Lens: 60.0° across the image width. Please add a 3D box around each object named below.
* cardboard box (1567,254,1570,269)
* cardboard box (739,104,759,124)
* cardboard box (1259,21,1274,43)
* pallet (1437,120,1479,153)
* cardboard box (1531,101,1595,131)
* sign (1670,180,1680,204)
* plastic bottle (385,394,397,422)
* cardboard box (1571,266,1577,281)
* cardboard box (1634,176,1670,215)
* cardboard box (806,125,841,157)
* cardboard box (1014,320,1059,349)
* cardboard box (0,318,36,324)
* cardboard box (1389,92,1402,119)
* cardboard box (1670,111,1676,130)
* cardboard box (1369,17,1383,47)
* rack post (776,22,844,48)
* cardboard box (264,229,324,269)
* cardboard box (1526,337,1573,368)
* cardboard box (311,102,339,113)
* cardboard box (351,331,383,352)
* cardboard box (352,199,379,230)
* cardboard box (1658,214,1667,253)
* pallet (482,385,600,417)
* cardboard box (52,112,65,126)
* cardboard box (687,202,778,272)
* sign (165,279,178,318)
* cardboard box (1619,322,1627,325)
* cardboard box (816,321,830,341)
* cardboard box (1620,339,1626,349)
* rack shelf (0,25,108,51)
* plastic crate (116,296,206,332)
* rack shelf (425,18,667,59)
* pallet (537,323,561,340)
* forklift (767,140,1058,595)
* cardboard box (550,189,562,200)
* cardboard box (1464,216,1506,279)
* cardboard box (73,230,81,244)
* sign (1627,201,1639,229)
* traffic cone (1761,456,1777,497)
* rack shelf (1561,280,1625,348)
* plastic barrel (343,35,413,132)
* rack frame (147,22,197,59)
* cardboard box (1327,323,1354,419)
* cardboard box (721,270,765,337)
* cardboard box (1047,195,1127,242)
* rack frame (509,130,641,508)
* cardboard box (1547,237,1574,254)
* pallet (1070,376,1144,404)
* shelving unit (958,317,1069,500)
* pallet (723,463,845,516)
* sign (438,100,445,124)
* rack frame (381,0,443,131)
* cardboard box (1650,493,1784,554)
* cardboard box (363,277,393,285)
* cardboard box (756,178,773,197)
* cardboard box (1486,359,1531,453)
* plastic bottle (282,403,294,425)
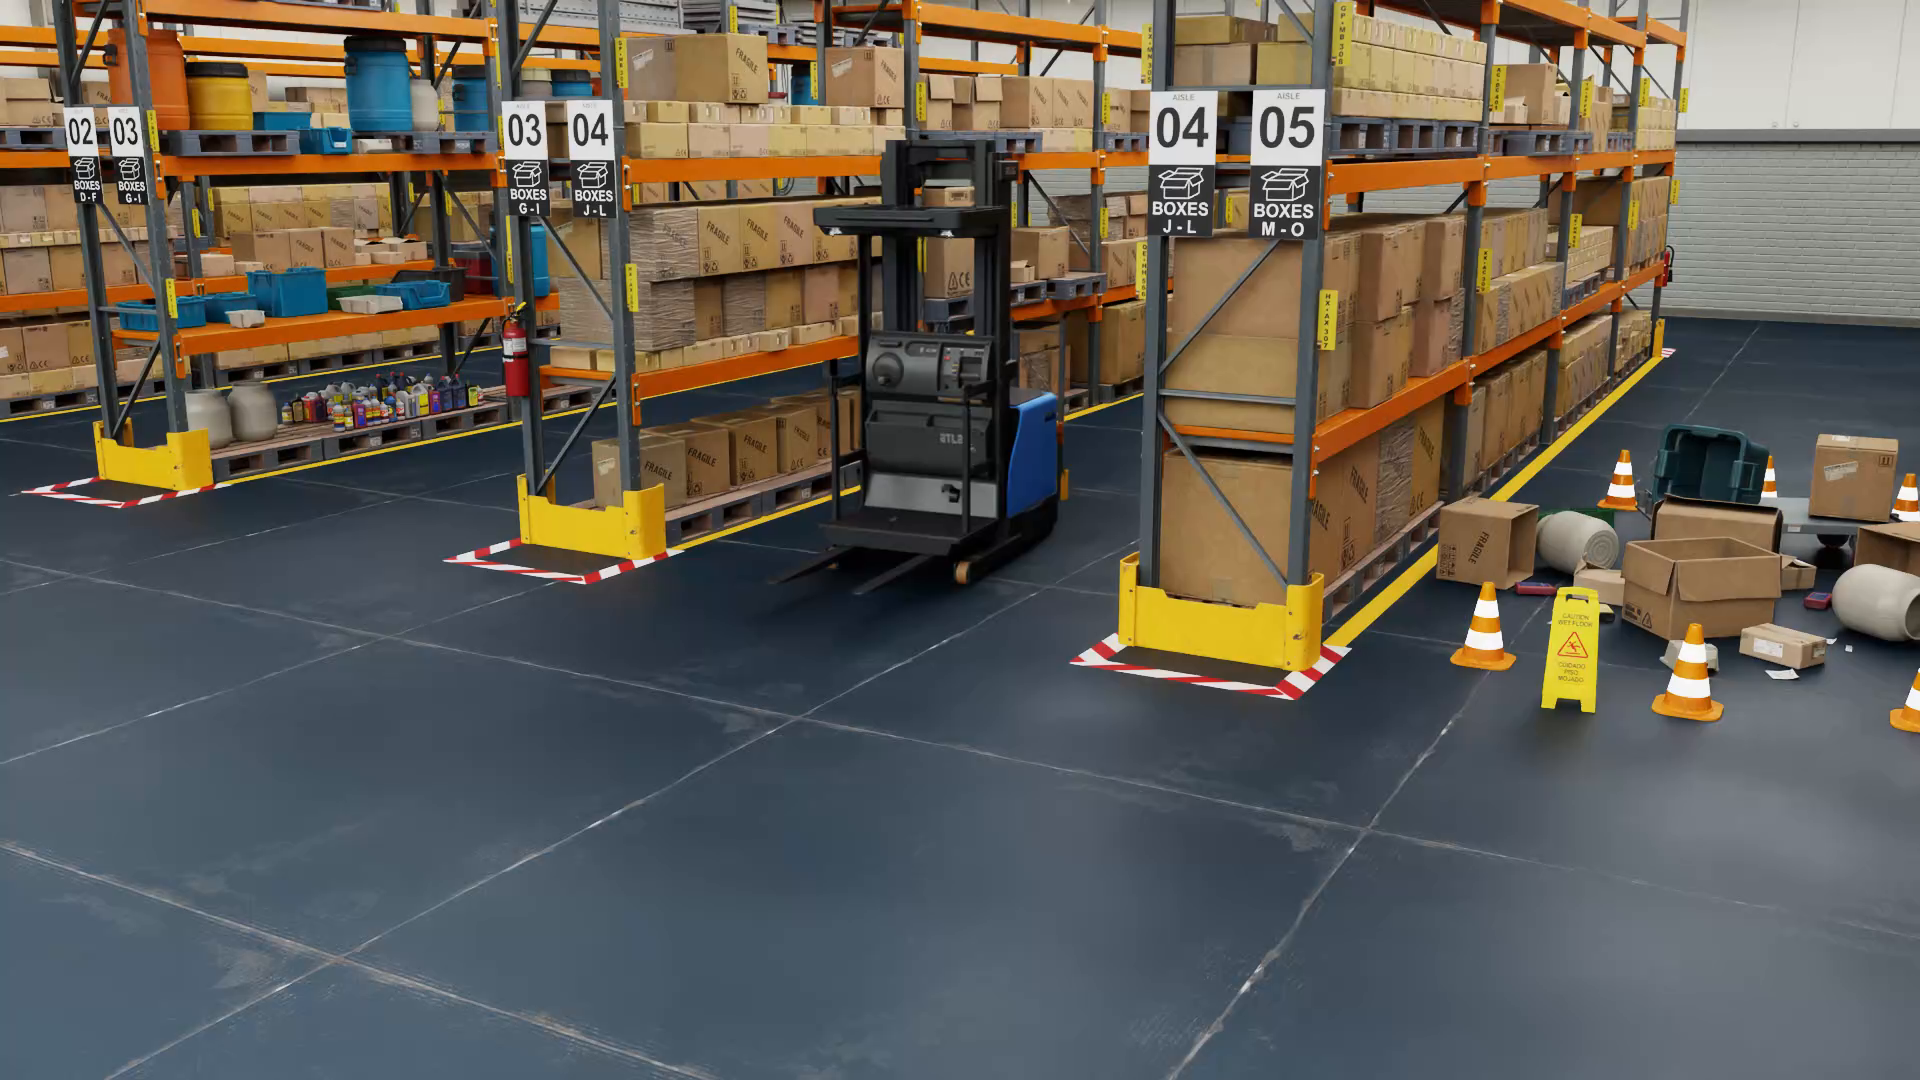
[{"bbox_3d":[5.940,-2.813,16.807,0.380,0.149,0.250,8,16,31],"label":"cardboard box"},{"bbox_3d":[-1.765,-3.268,12.757,0.380,0.149,0.250,7,15,26],"label":"cardboard box"},{"bbox_3d":[1.645,-3.000,9.904,0.380,0.149,0.250,8,16,29],"label":"cardboard box"},{"bbox_3d":[3.063,-2.882,11.876,1.003,0.211,1.213,7,15,28],"label":"pallet"},{"bbox_3d":[5.910,-4.048,16.310,0.500,0.500,0.500,7,15,28],"label":"cardboard box"},{"bbox_3d":[9.744,-4.745,22.670,0.100,0.325,0.005,7,15,28],"label":"sign"},{"bbox_3d":[-5.634,-1.313,16.463,0.097,0.271,0.097,0,14,0],"label":"plastic bottle"},{"bbox_3d":[6.183,-2.771,17.267,0.380,0.149,0.250,8,16,31],"label":"cardboard box"},{"bbox_3d":[9.265,-4.653,22.450,0.500,0.500,0.500,7,15,27],"label":"cardboard box"},{"bbox_3d":[-1.321,-3.267,13.605,0.500,0.250,0.500,7,15,28],"label":"cardboard box"},{"bbox_3d":[0.810,-2.259,18.299,0.500,0.250,0.500,8,16,30],"label":"cardboard box"},{"bbox_3d":[-10.717,-2.204,18.644,0.500,0.500,0.500,7,15,28],"label":"cardboard box"},{"bbox_3d":[2.468,-2.643,10.122,0.380,0.149,0.250,7,15,28],"label":"cardboard box"},{"bbox_3d":[9.268,-5.600,22.216,0.500,0.250,0.500,7,15,26],"label":"cardboard box"},{"bbox_3d":[2.219,-2.925,9.593,0.380,0.149,0.250,7,15,27],"label":"cardboard box"},{"bbox_3d":[-2.161,-6.662,22.034,0.937,0.300,0.954,9,16,34],"label":"rack post"},{"bbox_3d":[-8.613,-3.754,21.493,0.500,0.500,0.500,7,15,28],"label":"cardboard box"},{"bbox_3d":[5.946,-1.922,16.941,0.500,0.250,0.500,7,15,26],"label":"cardboard box"},{"bbox_3d":[-10.701,-6.972,27.501,0.700,0.500,0.500,7,15,27],"label":"cardboard box"},{"bbox_3d":[-8.095,-2.683,22.232,0.500,0.250,0.500,8,16,29],"label":"cardboard box"},{"bbox_3d":[-10.207,-5.515,28.118,0.500,0.500,0.500,8,15,28],"label":"cardboard box"},{"bbox_3d":[9.276,-4.167,22.571,0.500,0.500,0.500,8,16,29],"label":"cardboard box"},{"bbox_3d":[-4.816,-1.587,18.666,1.003,0.211,1.213,7,15,28],"label":"pallet"},{"bbox_3d":[-9.840,-4.669,18.441,0.380,0.149,0.250,7,15,28],"label":"cardboard box"},{"bbox_3d":[-1.767,-2.361,12.946,0.500,0.500,0.500,7,15,28],"label":"cardboard box"},{"bbox_3d":[-6.616,-2.028,13.954,0.100,0.325,0.005,7,15,28],"label":"sign"},{"bbox_3d":[8.307,-2.701,21.254,0.380,0.149,0.250,7,15,26],"label":"cardboard box"},{"bbox_3d":[-1.320,-1.766,13.993,0.380,0.149,0.250,7,15,28],"label":"cardboard box"},{"bbox_3d":[8.207,-2.501,21.058,0.380,0.149,0.250,8,16,31],"label":"cardboard box"},{"bbox_3d":[-10.463,-5.301,17.710,1.077,0.370,4.000,7,15,28],"label":"rack shelf"},{"bbox_3d":[-7.115,-2.021,14.833,0.499,0.251,0.616,7,15,28],"label":"plastic crate"},{"bbox_3d":[-4.195,-5.560,18.783,1.077,0.370,4.000,7,15,28],"label":"rack shelf"},{"bbox_3d":[-6.577,-3.202,25.367,1.003,0.211,1.213,7,15,28],"label":"pallet"},{"bbox_3d":[-0.304,-1.233,11.395,1.130,2.935,3.031,6,15,23],"label":"forklift"},{"bbox_3d":[-8.271,-6.402,32.047,0.980,0.700,0.700,8,16,31],"label":"cardboard box"},{"bbox_3d":[4.194,-2.480,14.073,0.700,0.500,0.500,8,15,28],"label":"cardboard box"},{"bbox_3d":[-9.933,-3.415,18.699,0.380,0.149,0.250,7,15,28],"label":"cardboard box"},{"bbox_3d":[7.822,-3.775,19.323,0.100,0.325,0.005,7,15,28],"label":"sign"},{"bbox_3d":[6.488,-0.446,13.395,0.336,0.463,0.334,7,15,28],"label":"traffic cone"},{"bbox_3d":[6.368,-2.515,18.099,1.077,0.370,4.000,7,15,28],"label":"rack shelf"},{"bbox_3d":[-5.736,-4.491,16.397,0.600,0.901,0.708,7,15,28],"label":"plastic barrel"},{"bbox_3d":[-11.900,-7.637,25.010,1.000,3.000,0.127,7,15,28],"label":"rack frame"},{"bbox_3d":[1.920,-1.082,10.302,0.875,0.550,0.550,7,15,28],"label":"cardboard box"},{"bbox_3d":[-2.053,-1.912,13.217,0.875,0.500,0.500,7,15,28],"label":"cardboard box"},{"bbox_3d":[1.476,-3.721,19.215,0.797,0.503,0.637,8,16,30],"label":"cardboard box"},{"bbox_3d":[-2.759,-1.395,11.921,1.000,3.000,0.127,7,15,28],"label":"rack frame"},{"bbox_3d":[6.044,-3.003,16.962,0.380,0.149,0.250,7,15,28],"label":"cardboard box"},{"bbox_3d":[1.555,-1.834,19.692,1.003,0.211,1.213,7,15,28],"label":"pallet"},{"bbox_3d":[0.430,-0.990,13.439,0.587,1.500,1.083,6,15,23],"label":"shelving unit"},{"bbox_3d":[-1.708,-0.467,14.022,1.003,0.211,1.213,7,15,28],"label":"pallet"},{"bbox_3d":[-7.080,-5.843,22.699,0.100,0.325,0.005,7,15,28],"label":"sign"},{"bbox_3d":[-7.562,-7.076,22.685,1.000,3.000,0.127,7,15,28],"label":"rack frame"},{"bbox_3d":[4.993,0.035,11.025,0.797,0.637,0.503,7,15,28],"label":"cardboard box"},{"bbox_3d":[-10.167,-4.552,28.705,0.750,0.750,0.750,8,15,29],"label":"cardboard box"},{"bbox_3d":[-3.669,-6.213,29.559,0.500,0.500,0.500,7,15,28],"label":"cardboard box"},{"bbox_3d":[4.608,-1.270,15.305,1.050,0.750,0.750,8,16,29],"label":"cardboard box"},{"bbox_3d":[-6.591,-1.237,16.294,0.097,0.201,0.097,0,14,0],"label":"plastic bottle"}]
